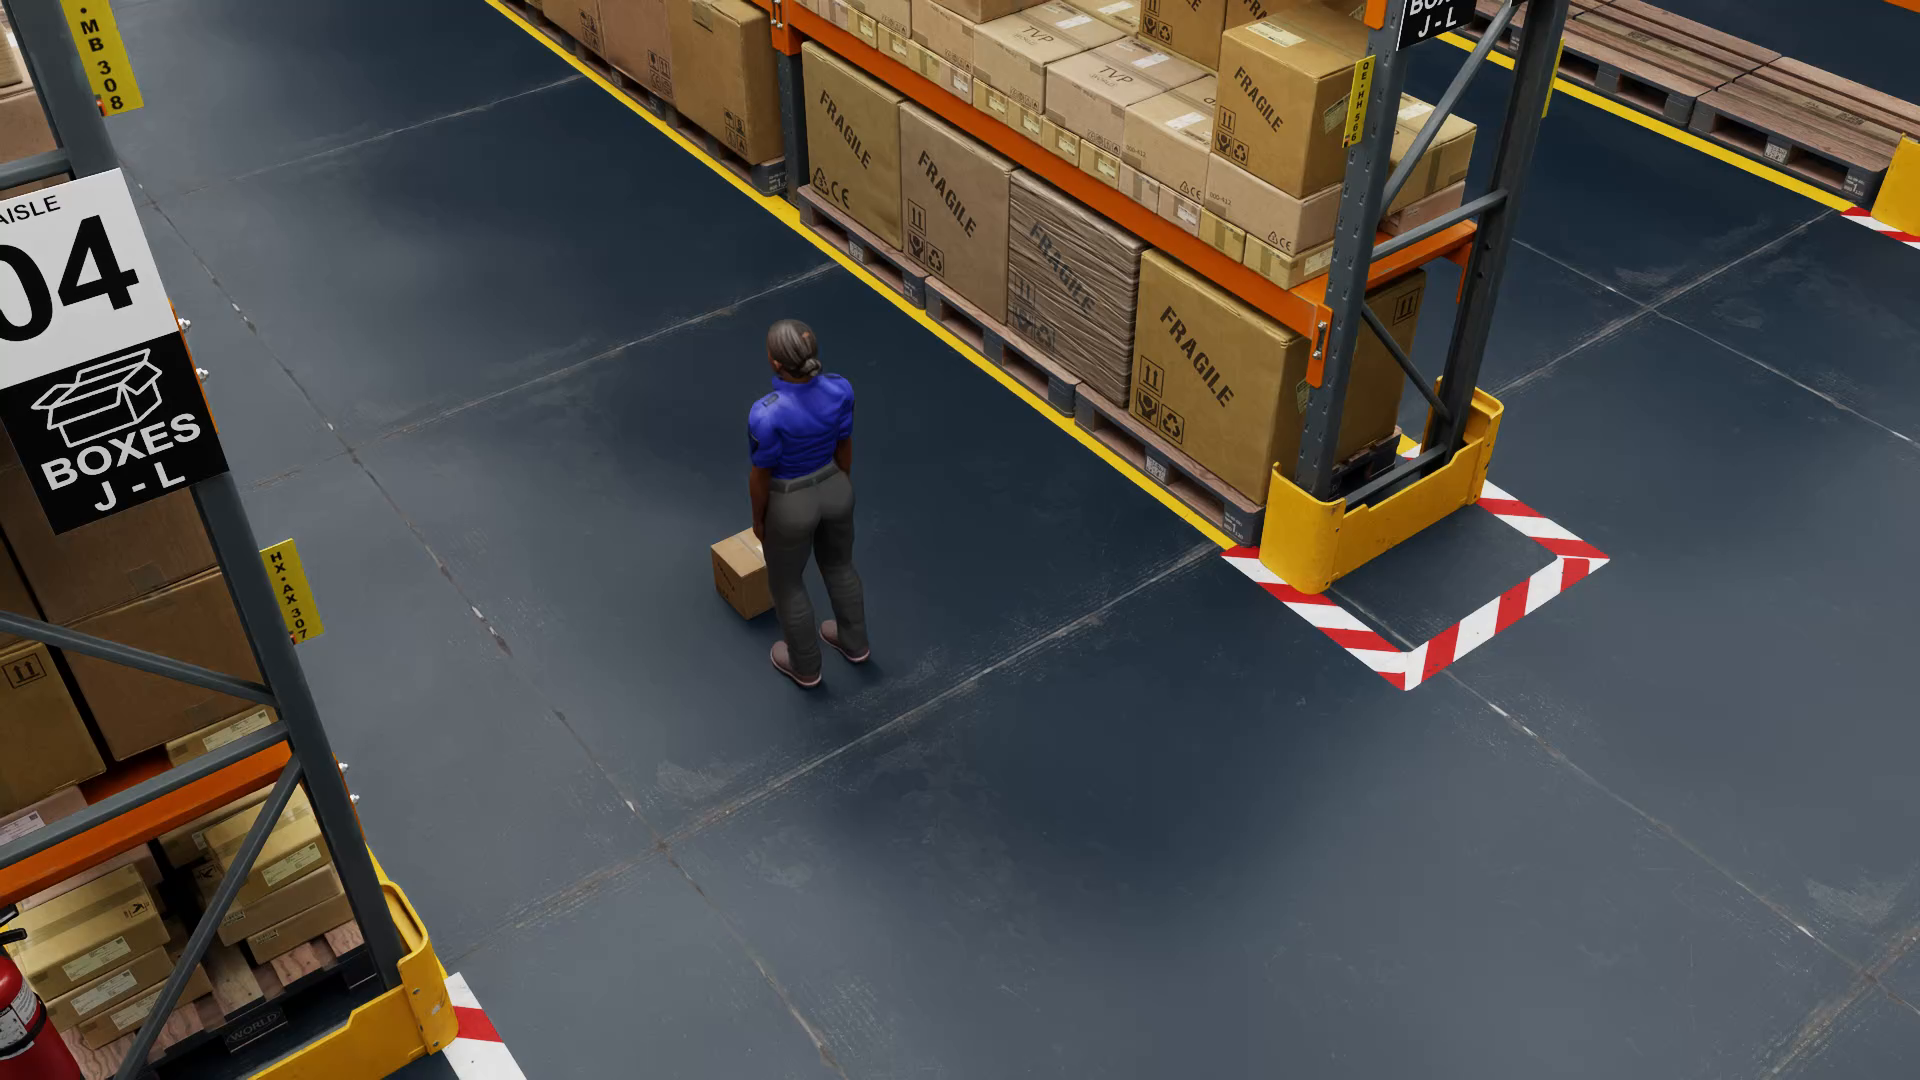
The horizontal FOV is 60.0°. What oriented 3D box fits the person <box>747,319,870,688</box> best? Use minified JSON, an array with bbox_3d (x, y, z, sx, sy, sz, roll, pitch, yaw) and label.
[{"bbox_3d":[-0.598,-0.132,6.324,0.437,1.663,0.299,-25,47,-27],"label":"person"}]
